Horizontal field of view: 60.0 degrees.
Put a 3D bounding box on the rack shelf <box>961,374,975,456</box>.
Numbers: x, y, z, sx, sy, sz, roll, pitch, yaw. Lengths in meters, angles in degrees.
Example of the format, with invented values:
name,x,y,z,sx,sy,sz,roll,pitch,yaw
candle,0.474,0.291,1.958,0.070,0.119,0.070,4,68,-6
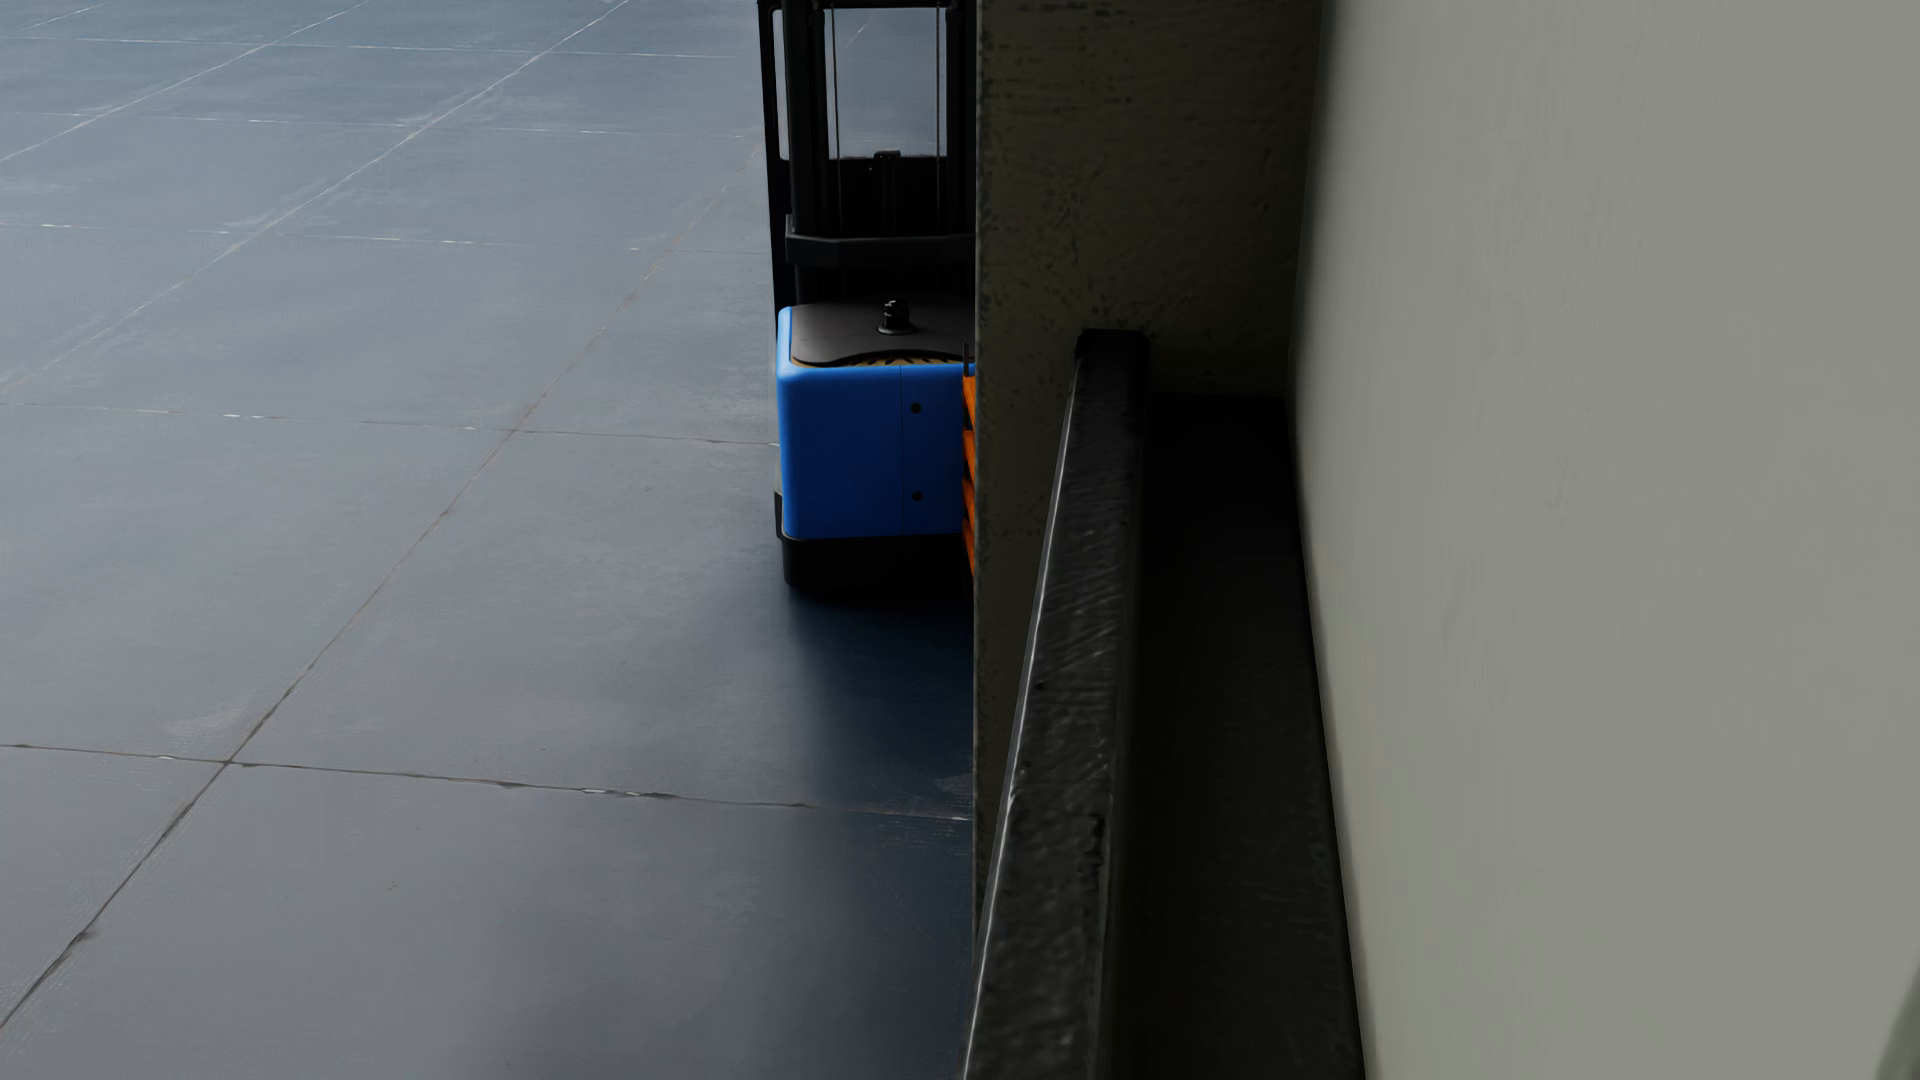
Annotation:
name,x,y,z,sx,sy,sz,roll,pitch,yaw
rack shelf,0.157,-0.503,6.590,0.258,0.148,0.480,-3,28,-5

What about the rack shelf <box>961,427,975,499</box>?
name,x,y,z,sx,sy,sz,roll,pitch,yaw
rack shelf,0.157,-0.295,6.702,0.258,0.148,0.480,-3,28,-5

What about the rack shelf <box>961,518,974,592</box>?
name,x,y,z,sx,sy,sz,roll,pitch,yaw
rack shelf,0.157,0.077,6.902,0.258,0.148,0.480,-3,28,-5

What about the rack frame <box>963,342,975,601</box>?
name,x,y,z,sx,sy,sz,roll,pitch,yaw
rack frame,0.134,-0.272,6.990,0.240,1.200,0.015,-3,28,-5

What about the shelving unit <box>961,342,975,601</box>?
name,x,y,z,sx,sy,sz,roll,pitch,yaw
shelving unit,0.157,-0.157,6.776,0.258,1.200,0.503,-3,28,-5

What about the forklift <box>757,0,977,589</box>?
name,x,y,z,sx,sy,sz,roll,pitch,yaw
forklift,-0.362,-1.745,7.899,1.130,2.935,3.031,-2,28,-4

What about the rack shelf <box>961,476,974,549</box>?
name,x,y,z,sx,sy,sz,roll,pitch,yaw
rack shelf,0.157,-0.098,6.808,0.258,0.148,0.480,-3,28,-5
